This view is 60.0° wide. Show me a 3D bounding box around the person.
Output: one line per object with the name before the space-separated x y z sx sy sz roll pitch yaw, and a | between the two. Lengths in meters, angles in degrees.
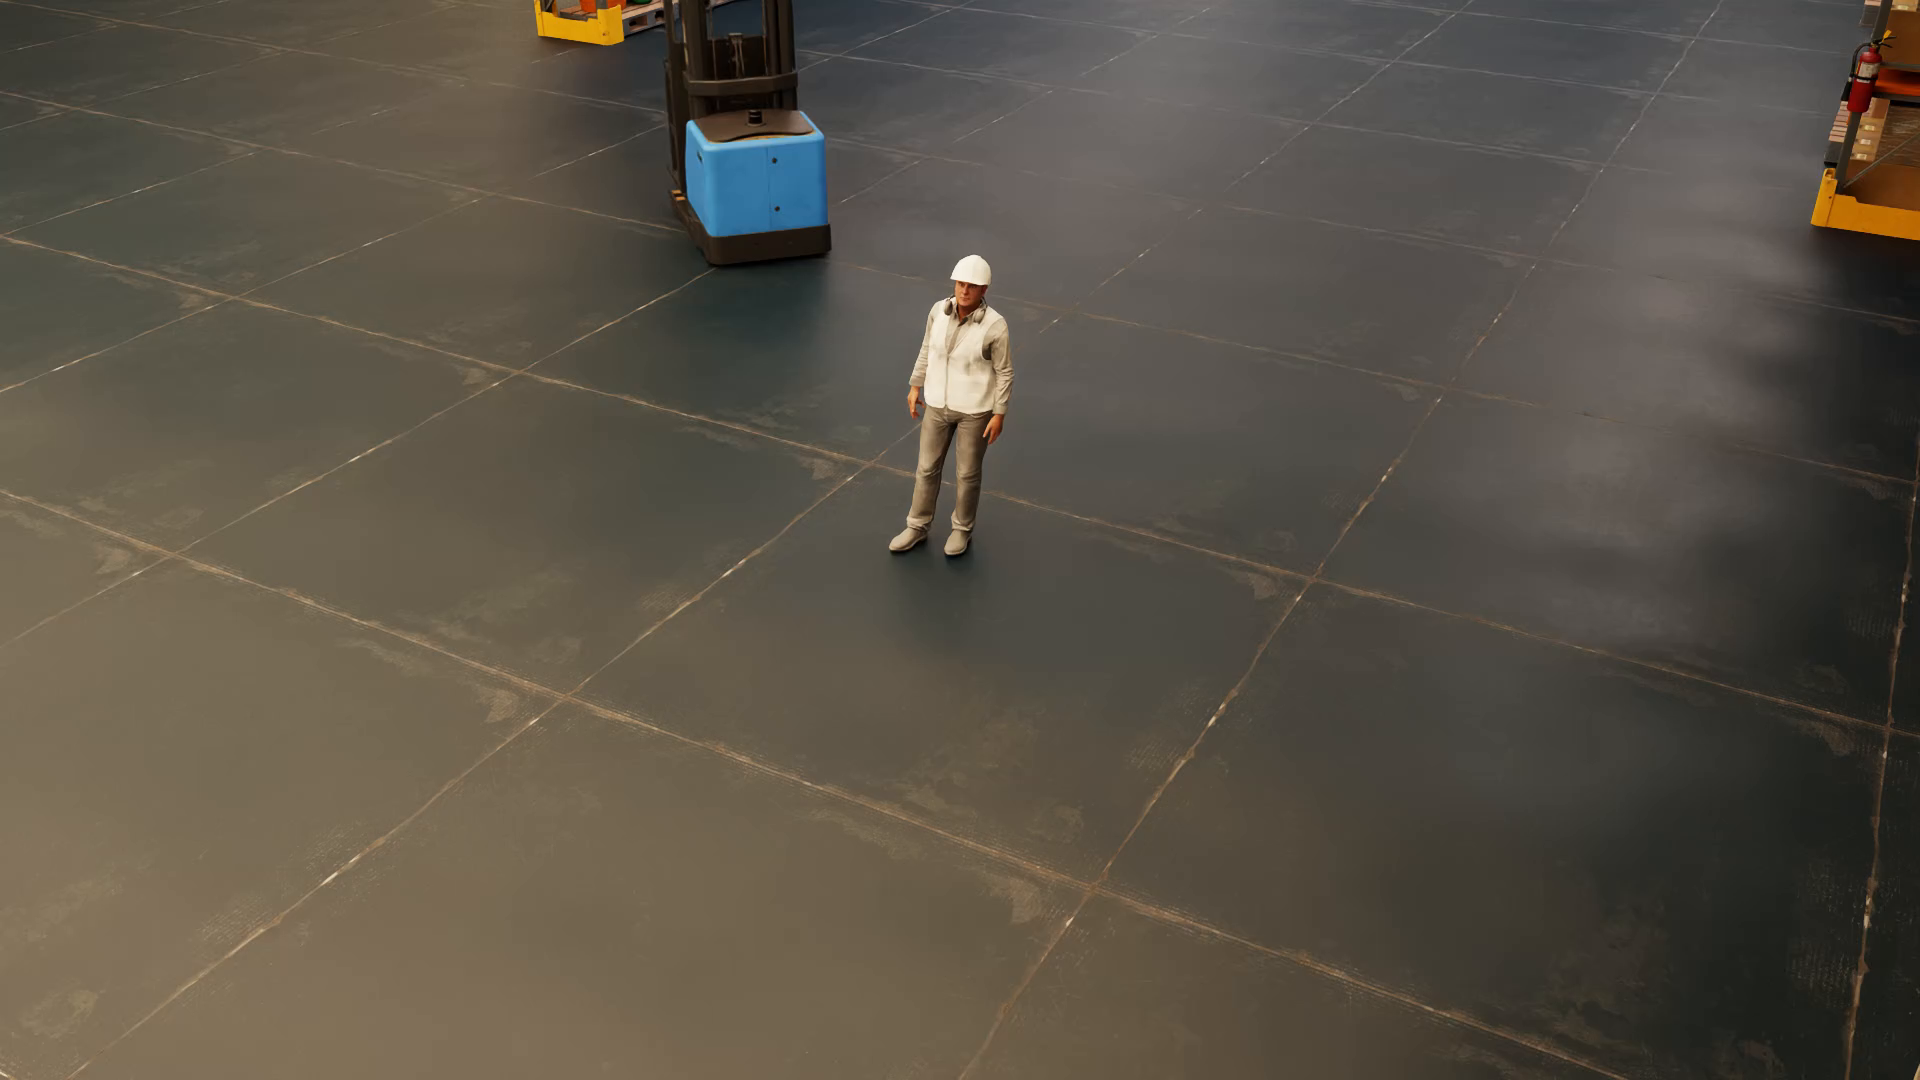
person | -0.037 -0.750 9.512 0.632 1.773 0.568 15 33 25

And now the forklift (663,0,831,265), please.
forklift | -2.040 -4.283 14.492 1.130 2.935 3.031 -9 31 -16
